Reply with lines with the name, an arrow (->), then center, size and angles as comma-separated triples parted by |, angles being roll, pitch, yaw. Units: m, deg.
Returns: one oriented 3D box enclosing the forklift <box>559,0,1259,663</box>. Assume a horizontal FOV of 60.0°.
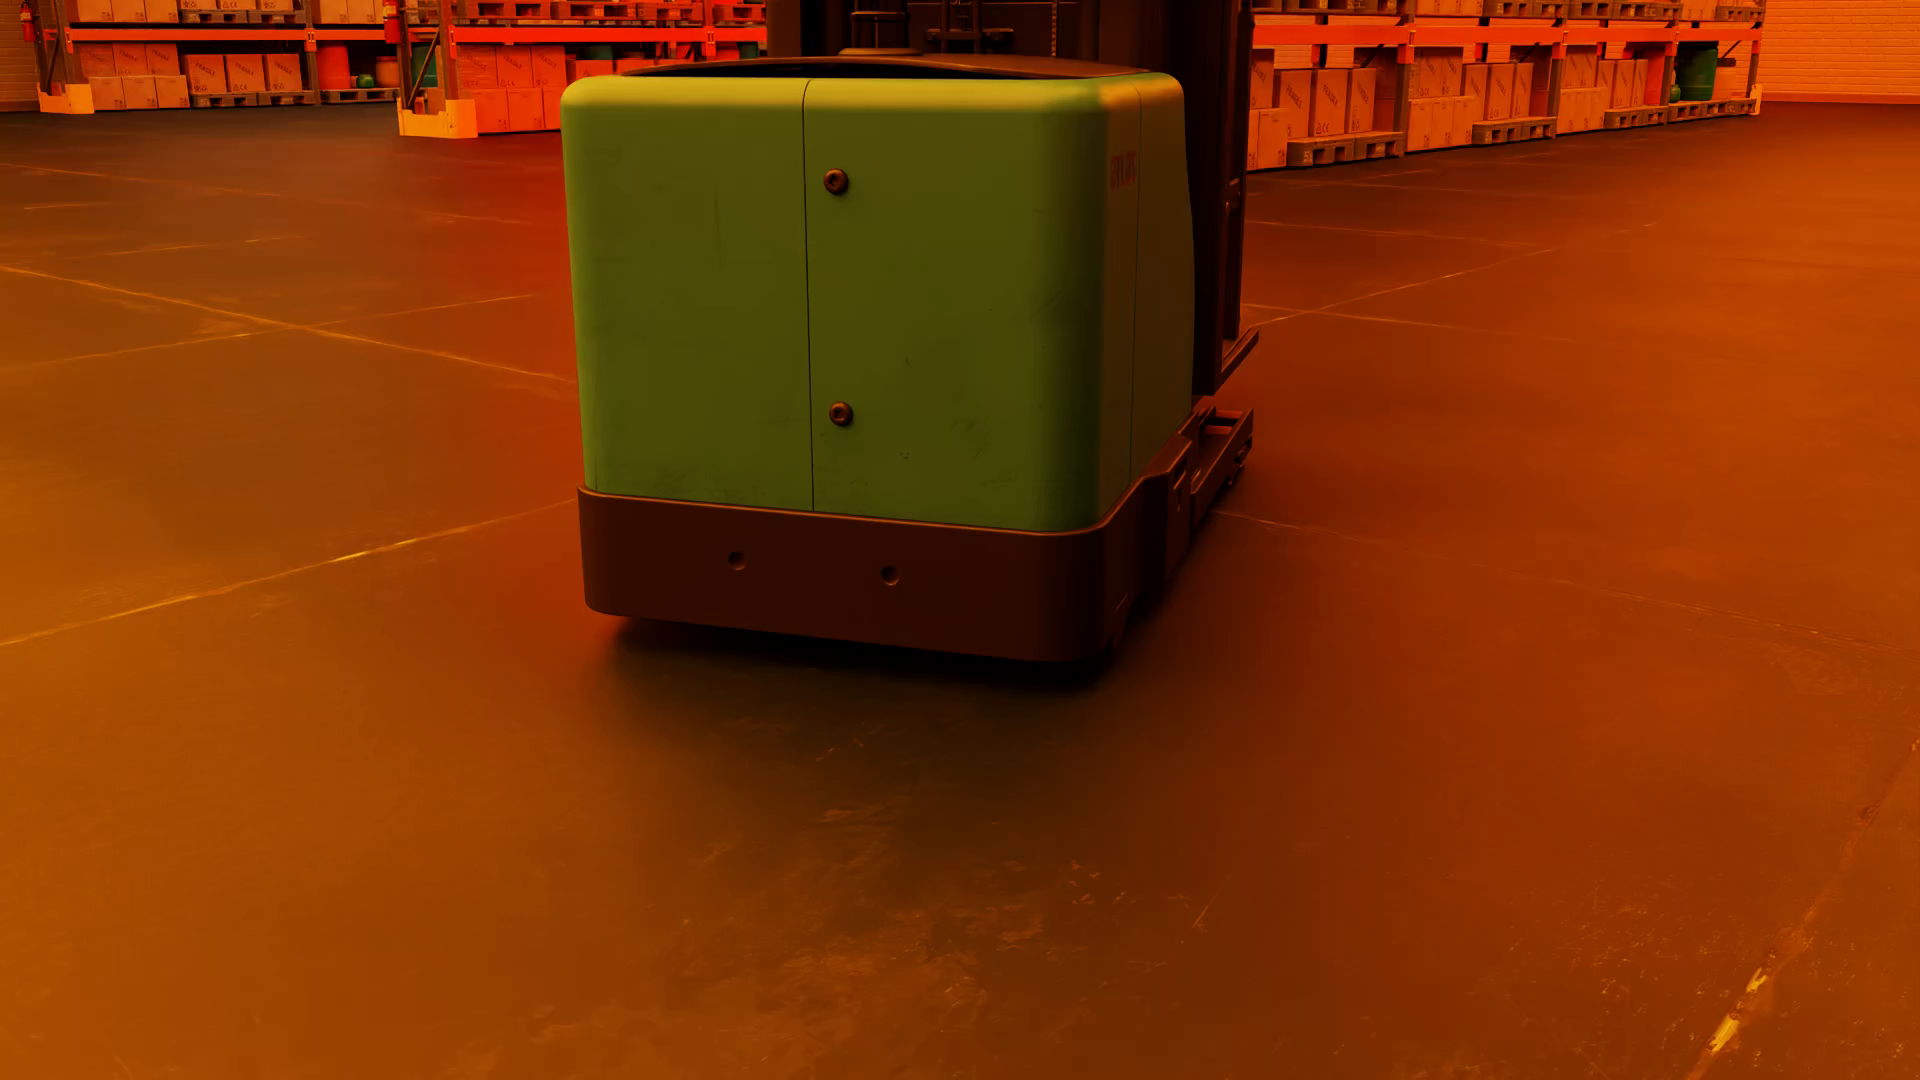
forklift -> 0.182, -1.571, 4.072 | 1.130, 2.935, 3.031 | 5, 18, 17
